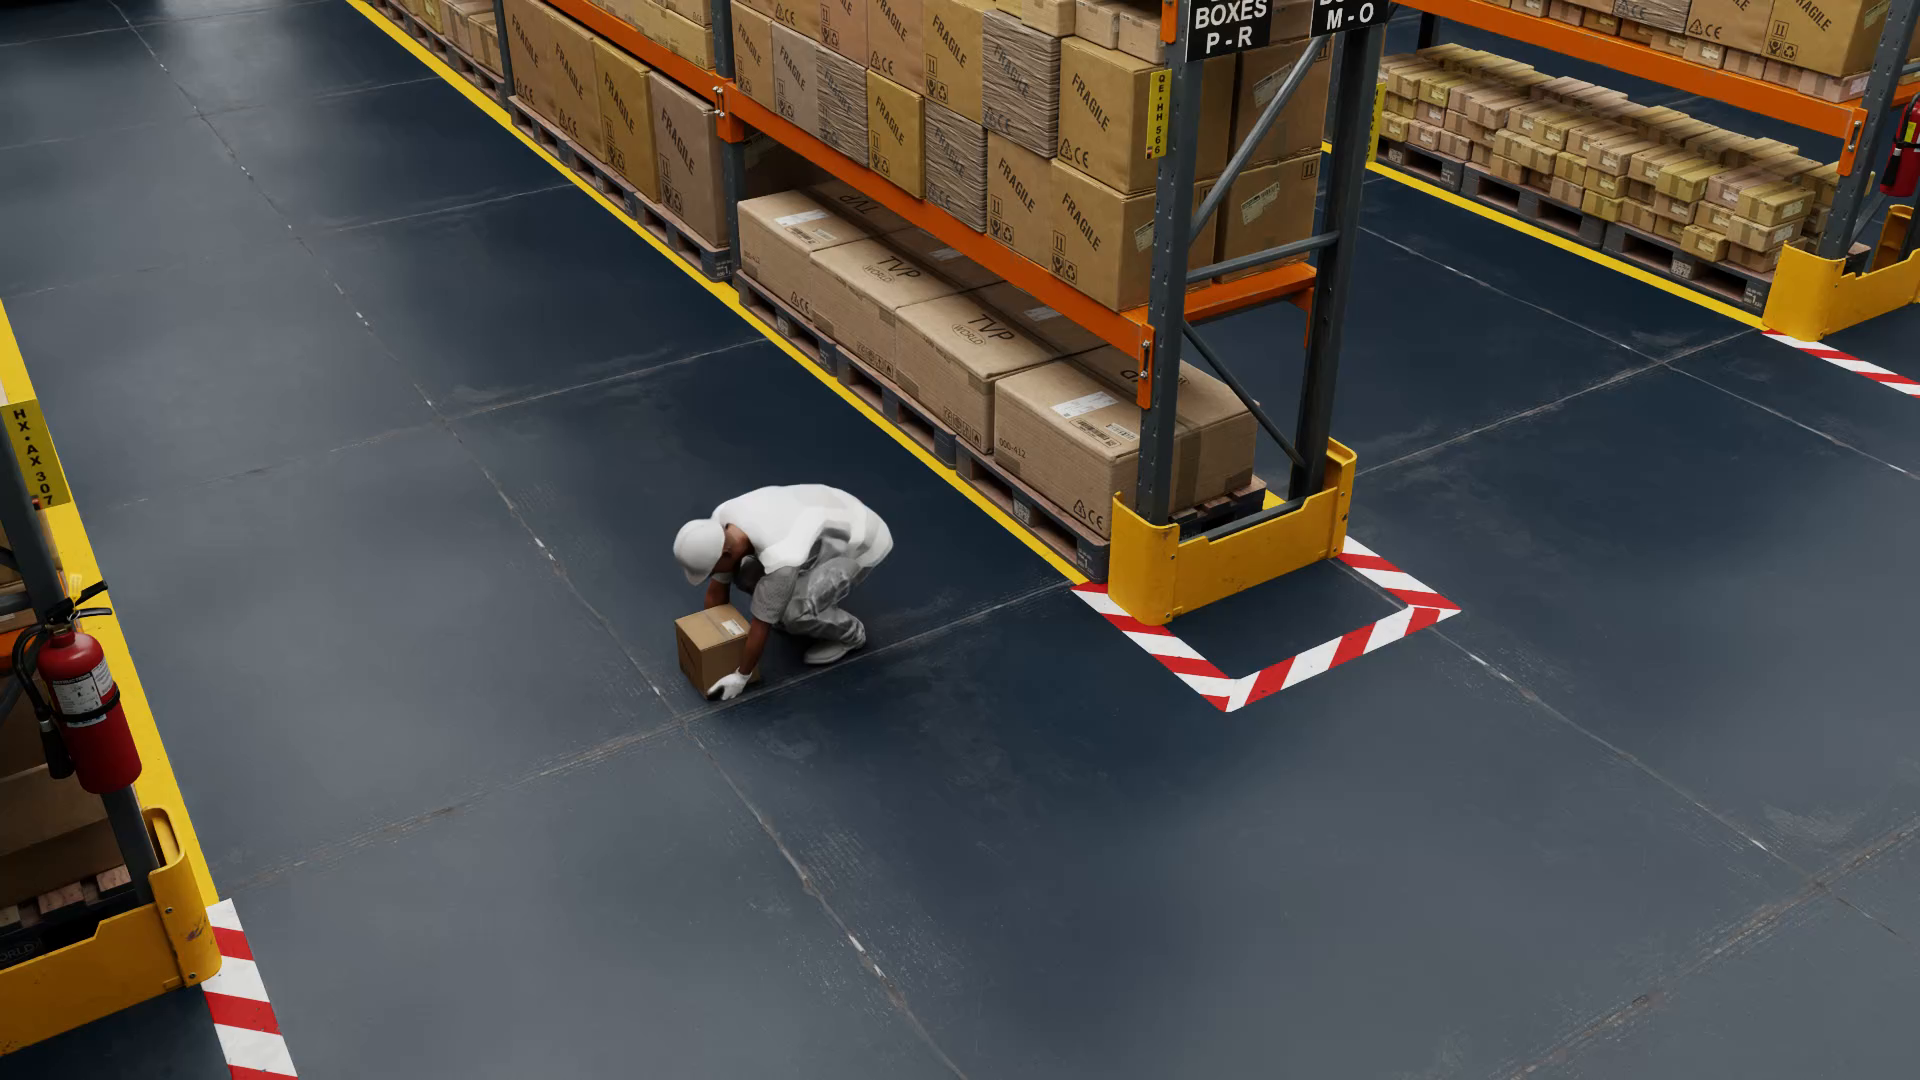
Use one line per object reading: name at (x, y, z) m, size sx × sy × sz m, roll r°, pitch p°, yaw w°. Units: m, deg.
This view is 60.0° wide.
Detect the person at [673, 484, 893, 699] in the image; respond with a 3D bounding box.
person at (-0.722, 0.175, 6.850) m, size 0.952 × 0.864 × 0.568 m, roll -20°, pitch 37°, yaw -28°
